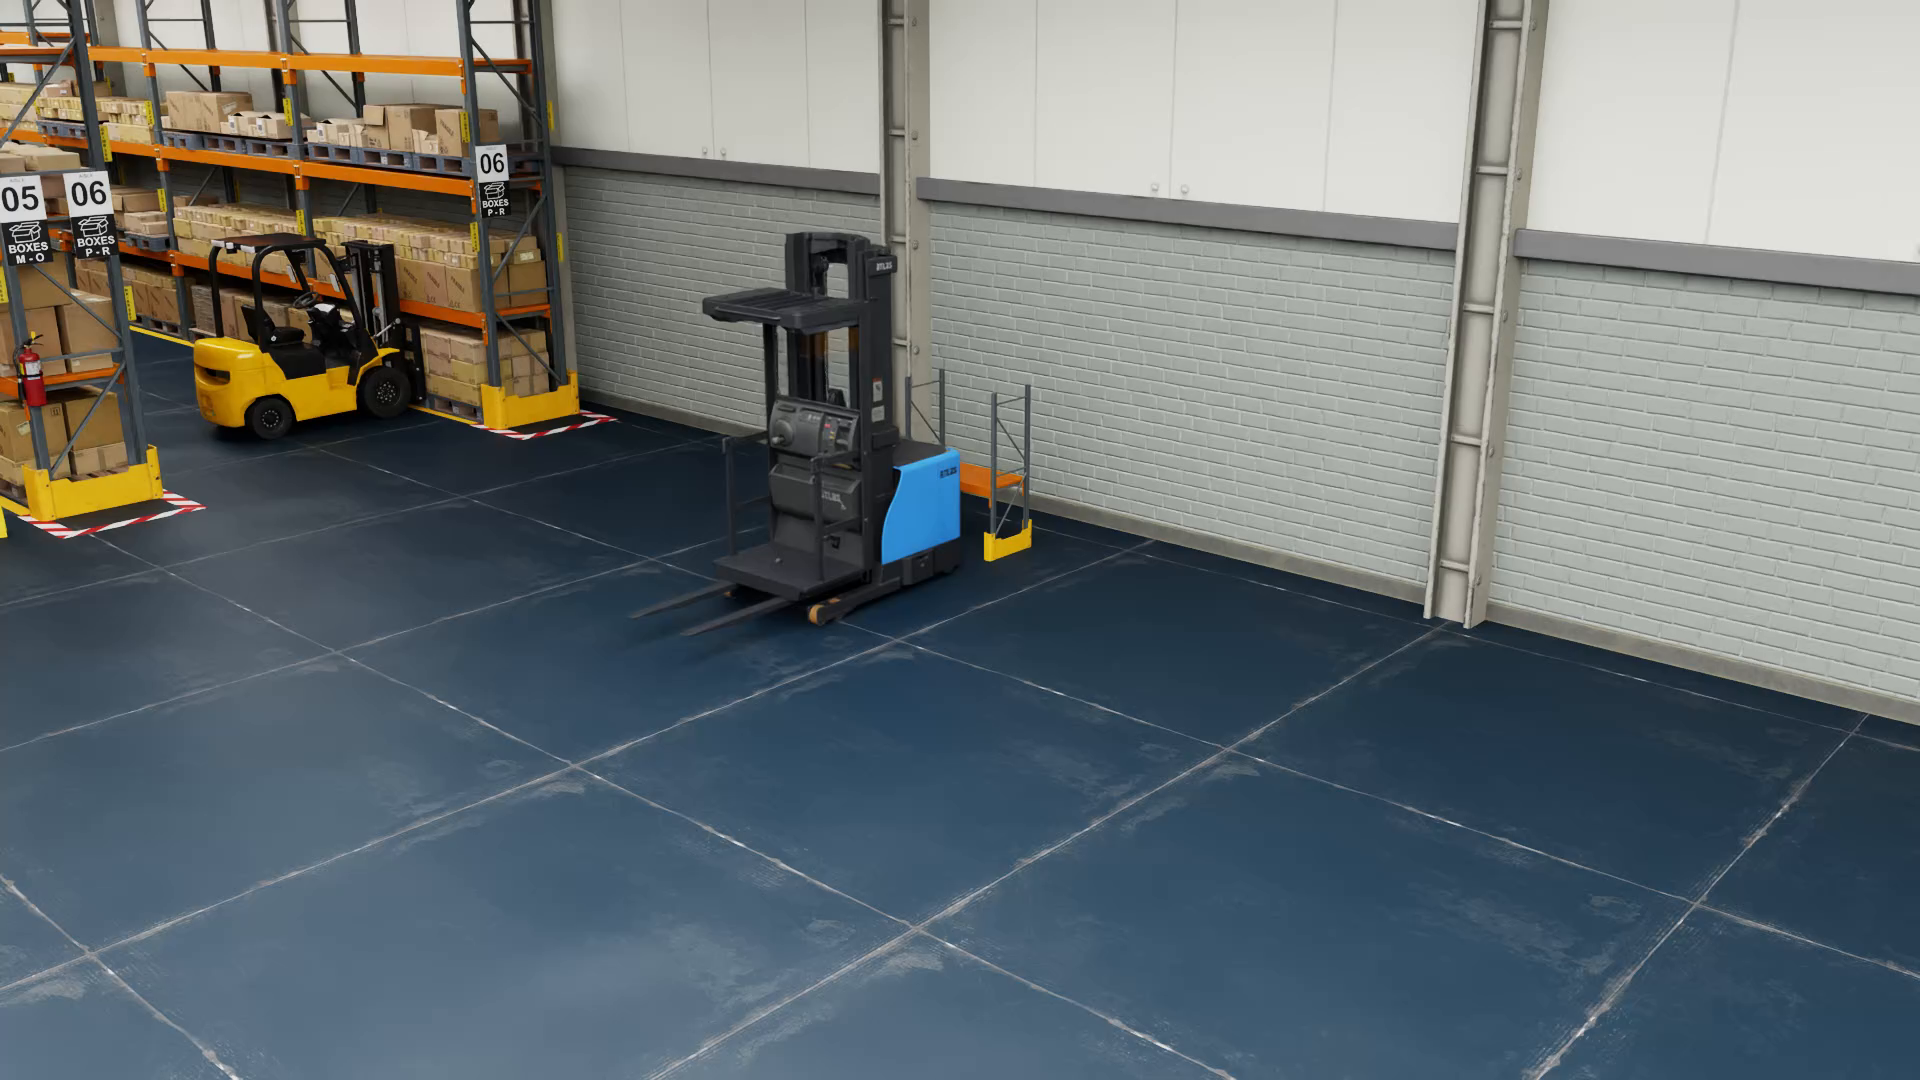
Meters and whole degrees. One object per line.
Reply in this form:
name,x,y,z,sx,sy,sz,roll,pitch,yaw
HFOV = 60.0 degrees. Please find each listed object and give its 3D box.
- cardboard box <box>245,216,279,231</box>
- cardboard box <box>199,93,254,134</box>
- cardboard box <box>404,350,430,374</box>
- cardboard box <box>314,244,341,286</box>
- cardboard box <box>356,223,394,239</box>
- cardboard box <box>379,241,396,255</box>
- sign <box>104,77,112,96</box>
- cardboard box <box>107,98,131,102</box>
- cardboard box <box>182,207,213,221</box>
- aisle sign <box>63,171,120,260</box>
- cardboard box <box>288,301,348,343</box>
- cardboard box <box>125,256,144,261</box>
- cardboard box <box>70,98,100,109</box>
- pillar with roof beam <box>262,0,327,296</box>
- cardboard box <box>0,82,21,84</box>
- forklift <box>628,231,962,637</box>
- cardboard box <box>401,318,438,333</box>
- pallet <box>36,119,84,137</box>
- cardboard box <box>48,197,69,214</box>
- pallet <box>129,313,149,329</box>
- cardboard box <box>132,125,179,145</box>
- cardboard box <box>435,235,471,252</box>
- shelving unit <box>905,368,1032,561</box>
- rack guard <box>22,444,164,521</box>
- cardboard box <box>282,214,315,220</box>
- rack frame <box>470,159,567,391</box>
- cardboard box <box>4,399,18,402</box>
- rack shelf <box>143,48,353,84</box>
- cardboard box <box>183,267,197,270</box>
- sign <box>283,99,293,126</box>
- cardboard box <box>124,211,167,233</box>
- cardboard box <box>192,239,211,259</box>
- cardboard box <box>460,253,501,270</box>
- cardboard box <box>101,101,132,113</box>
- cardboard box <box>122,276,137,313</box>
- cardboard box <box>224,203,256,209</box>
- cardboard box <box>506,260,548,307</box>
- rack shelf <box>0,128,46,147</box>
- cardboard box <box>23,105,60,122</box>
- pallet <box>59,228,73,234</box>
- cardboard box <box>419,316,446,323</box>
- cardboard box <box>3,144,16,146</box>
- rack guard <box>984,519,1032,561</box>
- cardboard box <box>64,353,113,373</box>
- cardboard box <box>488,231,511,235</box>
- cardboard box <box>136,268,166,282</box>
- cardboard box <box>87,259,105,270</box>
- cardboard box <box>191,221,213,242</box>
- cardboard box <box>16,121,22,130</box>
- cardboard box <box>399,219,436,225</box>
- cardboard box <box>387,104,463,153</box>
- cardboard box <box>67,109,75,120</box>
cardboard box,-9.469,-4.301,22.605,0.250,0.149,0.380,15,23,40
cardboard box,-9.941,-5.799,22.581,0.500,0.500,0.500,16,23,41
cardboard box,-6.438,-2.230,20.341,0.500,0.250,0.500,14,23,38
cardboard box,-7.932,-3.575,21.391,0.500,0.500,0.500,14,22,38
cardboard box,-7.260,-3.841,20.665,0.250,0.149,0.380,15,23,38
cardboard box,-6.883,-3.594,20.379,0.250,0.149,0.380,14,23,38
sign,-13.708,-7.272,26.741,0.005,0.325,0.100,15,23,39
cardboard box,-12.840,-6.677,25.435,0.250,0.149,0.380,15,23,40
cardboard box,-10.839,-4.652,23.711,0.250,0.149,0.380,16,23,40
aisle sign,-8.138,-3.046,15.590,0.004,0.787,0.394,15,23,39
cardboard box,-8.488,-2.846,22.491,0.625,0.625,0.875,16,24,42
cardboard box,-13.220,-4.493,26.814,0.250,0.149,0.380,15,23,40
cardboard box,-13.293,-6.641,25.321,0.250,0.149,0.380,15,23,40
pillar with roof beam,-12.366,-6.307,20.245,0.400,9.000,9.100,15,23,39
cardboard box,-16.548,-7.797,28.832,0.500,0.250,0.500,14,22,38
forklift,-1.311,-0.892,13.217,1.130,2.935,3.031,14,22,38
cardboard box,-6.794,-2.564,20.570,0.500,0.250,0.500,14,23,38
pallet,-13.633,-6.475,26.047,1.003,0.211,1.213,15,23,39
cardboard box,-8.423,-3.199,15.827,0.250,0.149,0.380,15,23,39
pallet,-12.524,-3.553,26.097,1.213,0.211,1.003,15,23,39
cardboard box,-11.627,-5.885,24.125,0.500,0.250,0.500,14,22,37
cardboard box,-5.925,-3.484,19.541,0.250,0.149,0.380,16,23,40
shelving unit,0.057,-0.700,14.975,1.083,1.500,0.587,15,23,39
rack guard,-8.447,-0.573,16.228,0.348,0.500,1.175,15,23,39
cardboard box,-9.129,-4.420,22.980,0.250,0.149,0.380,15,23,39
rack frame,-5.099,-2.873,19.343,0.127,3.000,1.000,15,23,39
cardboard box,-9.555,-1.202,16.690,0.500,0.500,0.500,16,24,41
rack shelf,-9.586,-6.403,22.401,4.000,0.370,1.077,15,23,39
cardboard box,-11.827,-4.139,25.698,0.250,0.149,0.380,14,22,37
sign,-8.443,-5.377,20.901,0.005,0.325,0.100,15,23,39
cardboard box,-12.086,-4.746,24.800,0.500,0.250,0.500,14,22,37
cardboard box,-10.540,-4.161,23.650,0.500,0.250,0.500,14,23,38
cardboard box,-5.544,-3.236,19.249,0.250,0.149,0.380,15,23,40
cardboard box,-12.506,-6.432,24.695,0.250,0.149,0.380,15,23,39
cardboard box,-12.703,-3.831,25.802,0.500,0.500,0.500,14,22,37
cardboard box,-10.435,-4.789,24.143,0.250,0.149,0.380,16,23,41
cardboard box,-5.285,-3.083,19.839,0.500,0.500,0.500,16,24,41
rack shelf,-15.570,-6.770,27.855,4.000,0.370,1.077,15,23,39
cardboard box,-14.601,-6.822,26.585,0.500,0.250,0.500,15,23,39
pallet,-13.549,-5.005,26.380,1.213,0.211,1.003,15,23,39
cardboard box,-6.454,-2.685,20.950,0.500,0.250,0.500,14,23,38
cardboard box,-9.638,-3.869,16.621,0.250,0.149,0.380,16,23,40
rack guard,0.429,-0.004,14.849,0.087,0.250,0.587,15,23,39
cardboard box,-8.507,-1.744,16.202,0.250,0.149,0.380,15,23,39
cardboard box,-5.588,-3.597,19.896,0.250,0.149,0.380,16,23,40
cardboard box,-12.366,-4.063,25.458,0.250,0.149,0.380,15,23,38
cardboard box,-13.724,-4.430,26.615,0.250,0.149,0.380,14,23,38
cardboard box,-10.539,-4.401,23.579,0.500,0.250,0.500,16,24,41
cardboard box,-15.096,-6.753,27.028,0.250,0.149,0.380,15,23,39
cardboard box,-6.875,-3.976,21.090,0.250,0.149,0.380,15,23,38
cardboard box,-6.291,-4.860,19.621,0.500,0.500,0.700,15,23,40
cardboard box,-13.349,-6.485,25.323,0.250,0.149,0.380,15,23,39
